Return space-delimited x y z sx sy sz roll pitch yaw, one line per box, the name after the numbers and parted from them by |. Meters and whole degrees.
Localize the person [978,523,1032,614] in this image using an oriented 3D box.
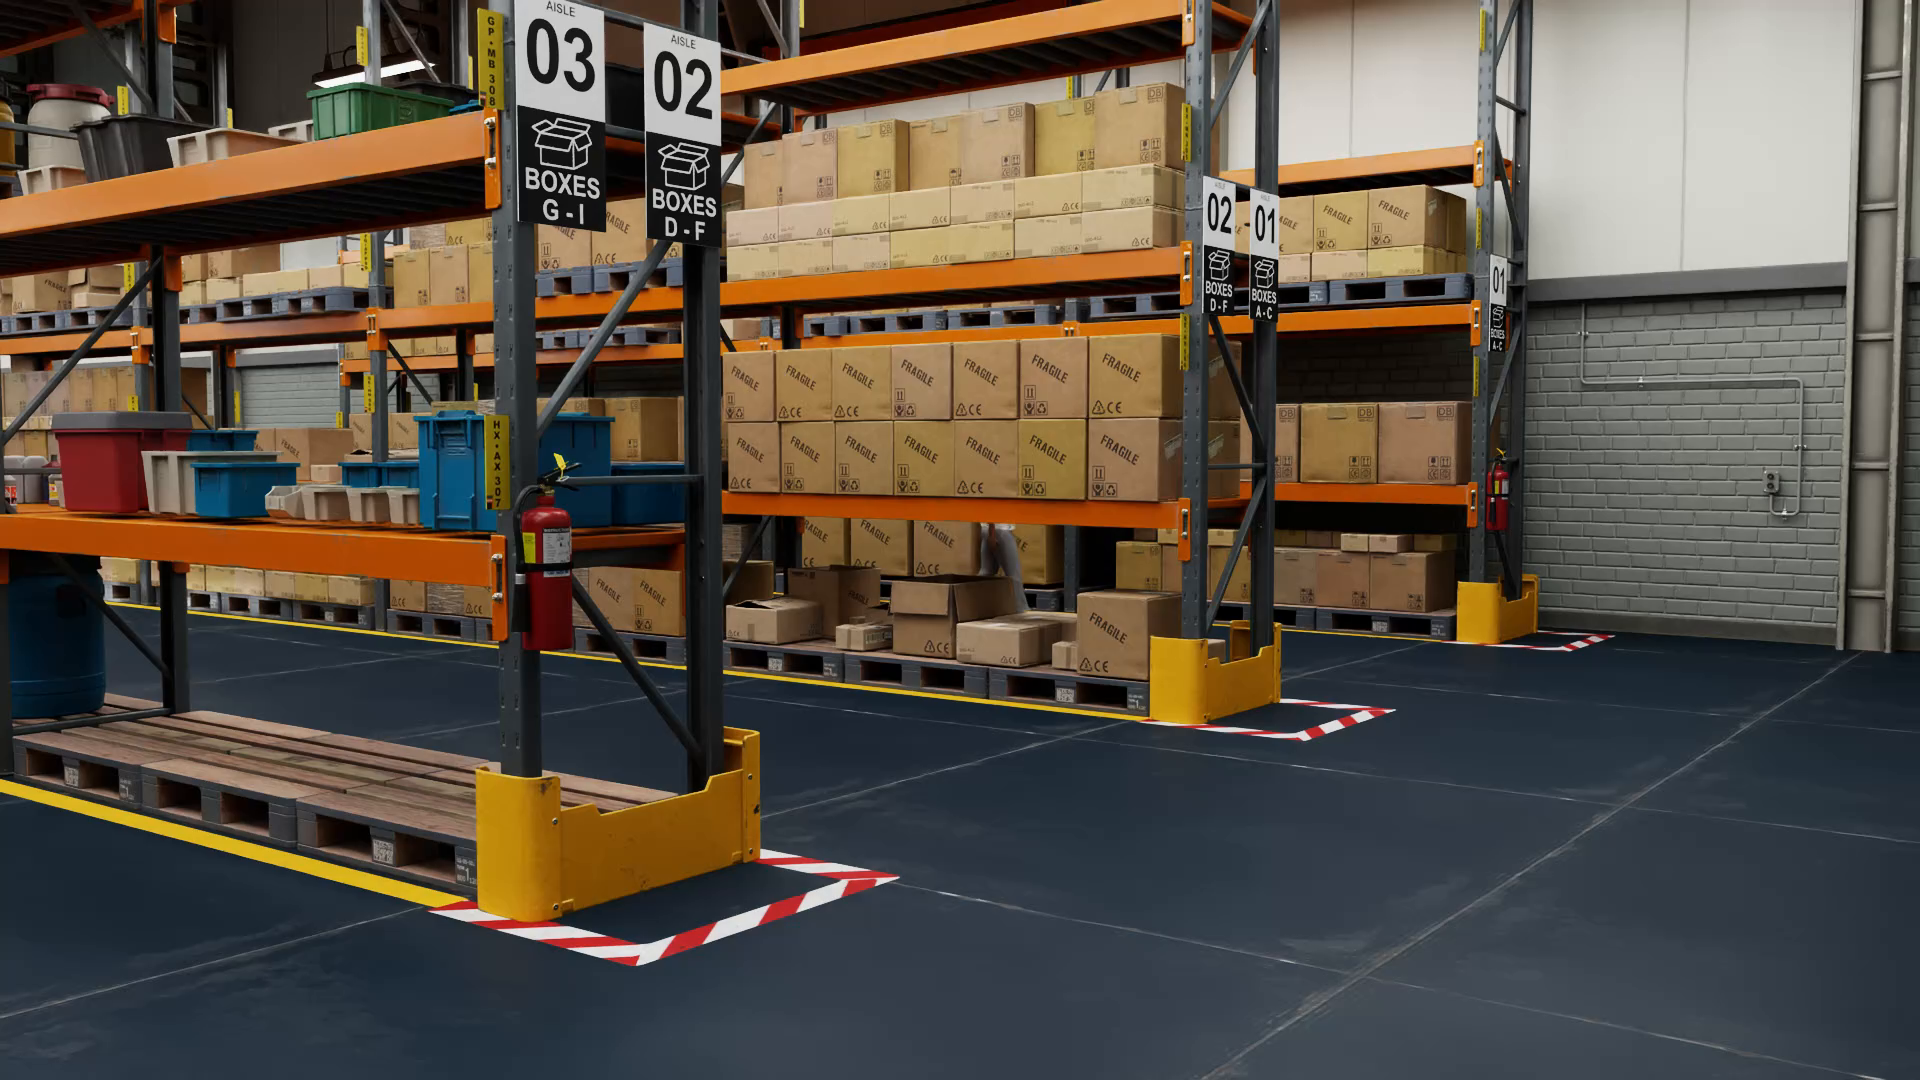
0.444 -0.070 15.179 0.707 1.654 0.471 0 3 -4 | person
